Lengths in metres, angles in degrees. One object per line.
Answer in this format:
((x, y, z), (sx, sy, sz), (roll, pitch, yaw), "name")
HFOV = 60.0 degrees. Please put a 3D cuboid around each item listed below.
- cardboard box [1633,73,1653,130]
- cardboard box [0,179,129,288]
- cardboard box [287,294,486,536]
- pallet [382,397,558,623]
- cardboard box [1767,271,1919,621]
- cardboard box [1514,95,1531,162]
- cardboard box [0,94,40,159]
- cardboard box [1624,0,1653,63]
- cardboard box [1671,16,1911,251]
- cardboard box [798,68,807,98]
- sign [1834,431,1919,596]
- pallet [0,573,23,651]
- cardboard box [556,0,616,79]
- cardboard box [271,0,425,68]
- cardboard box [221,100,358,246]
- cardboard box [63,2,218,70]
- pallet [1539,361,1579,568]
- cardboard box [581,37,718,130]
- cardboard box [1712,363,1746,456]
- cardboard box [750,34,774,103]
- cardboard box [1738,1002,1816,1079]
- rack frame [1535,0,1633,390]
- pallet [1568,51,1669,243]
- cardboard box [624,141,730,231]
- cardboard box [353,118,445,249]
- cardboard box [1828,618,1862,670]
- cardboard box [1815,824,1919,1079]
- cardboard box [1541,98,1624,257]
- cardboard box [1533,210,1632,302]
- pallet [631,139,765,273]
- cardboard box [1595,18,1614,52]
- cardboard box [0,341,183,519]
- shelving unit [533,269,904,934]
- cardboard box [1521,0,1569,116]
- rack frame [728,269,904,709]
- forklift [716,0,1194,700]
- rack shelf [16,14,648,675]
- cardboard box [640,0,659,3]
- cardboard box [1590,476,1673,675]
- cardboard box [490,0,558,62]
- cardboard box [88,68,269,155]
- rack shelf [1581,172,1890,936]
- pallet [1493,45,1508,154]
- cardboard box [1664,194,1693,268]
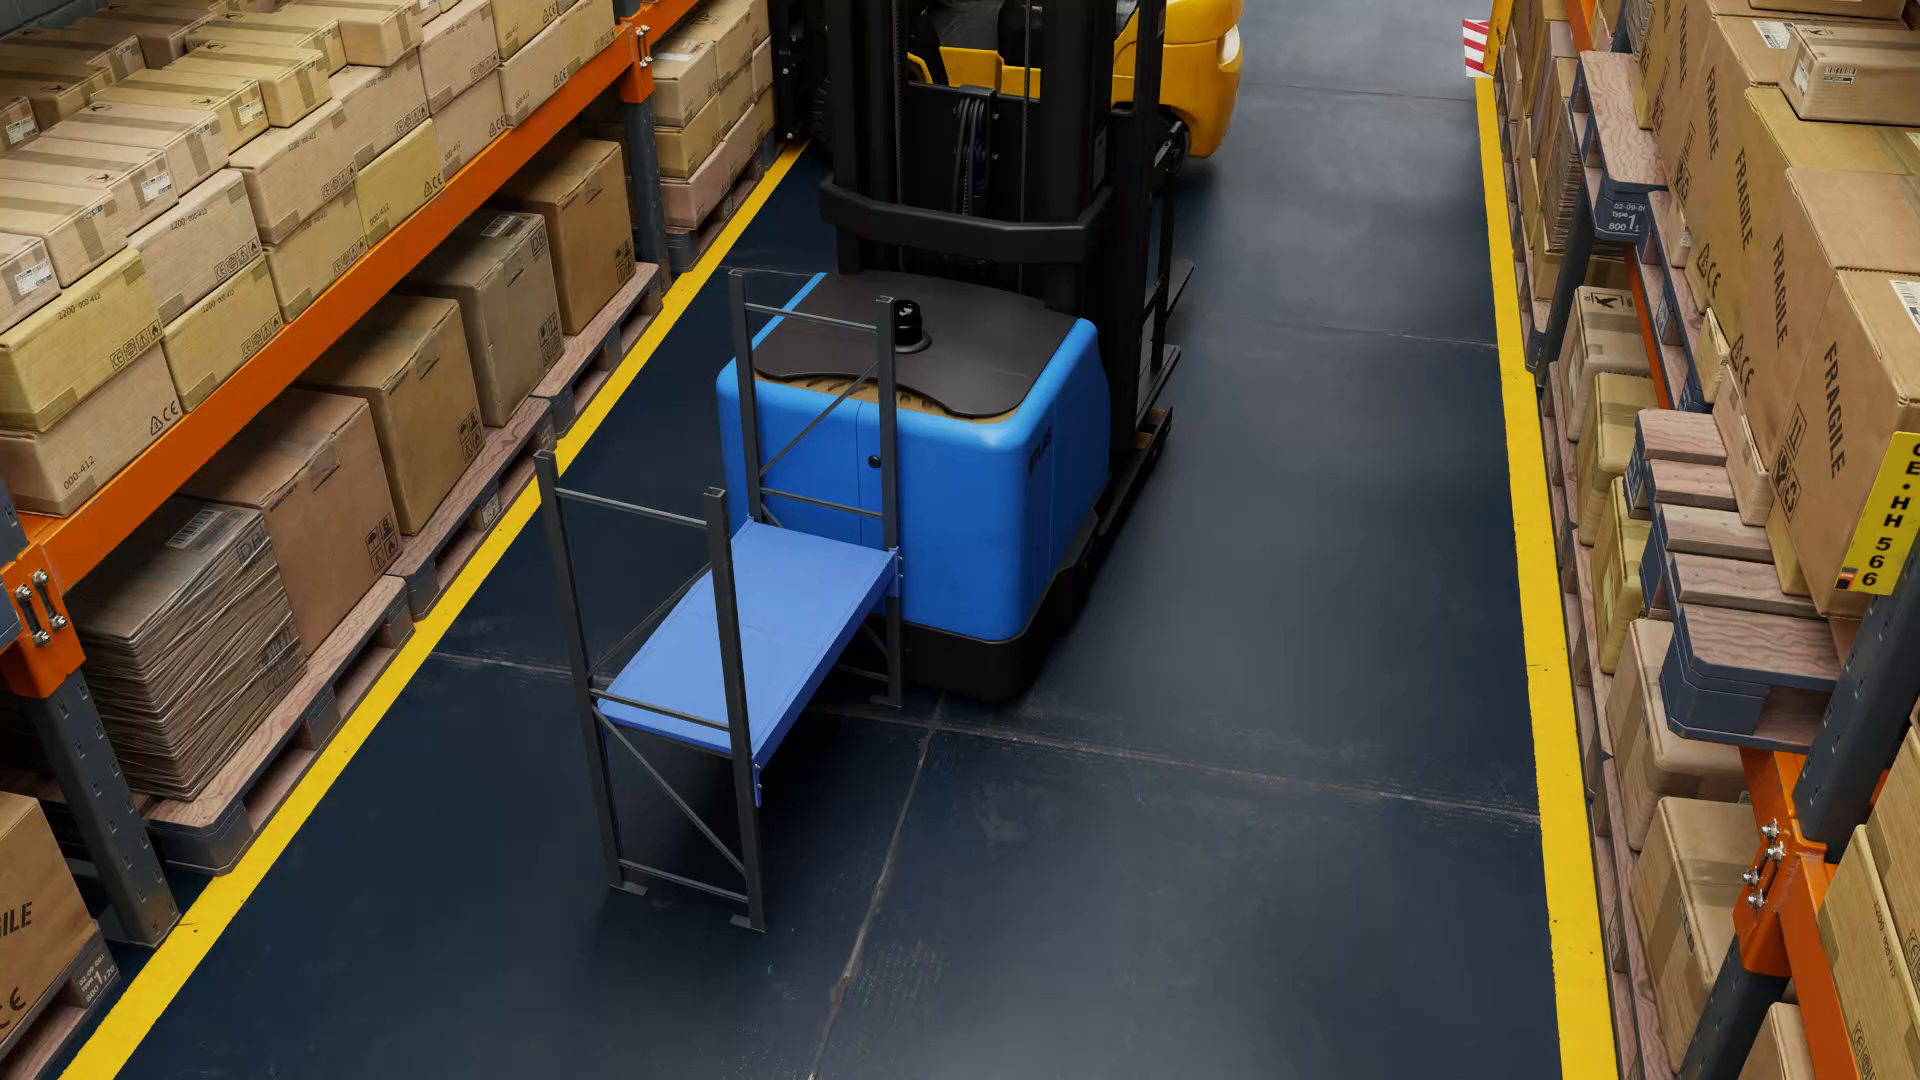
((2.489, -1.483, 5.597), (0.380, 0.149, 0.250), (8, 37, 11), "cardboard box")
((-2.315, -0.763, 4.109), (0.380, 0.149, 0.250), (8, 37, 11), "cardboard box")
((-2.304, -0.487, 6.032), (0.875, 0.625, 0.625), (6, 36, 8), "cardboard box")
((-2.250, -0.197, 6.341), (1.003, 0.211, 1.213), (7, 37, 10), "pallet")
((1.949, -0.168, 3.229), (0.500, 0.500, 0.500), (6, 36, 9), "cardboard box")
((3.169, -2.150, 8.646), (0.500, 0.250, 0.500), (10, 37, 13), "cardboard box")
((-2.809, -1.131, 4.616), (0.380, 0.149, 0.250), (7, 36, 9), "cardboard box")
((2.598, -1.933, 5.664), (0.500, 0.500, 0.500), (8, 37, 11), "cardboard box")
((2.273, -1.068, 4.471), (0.500, 0.500, 0.500), (6, 36, 8), "cardboard box")
((-1.129, -2.625, 9.301), (0.500, 0.250, 0.500), (8, 37, 11), "cardboard box")
((1.591, -0.041, 2.831), (0.100, 0.325, 0.005), (7, 37, 10), "sign")
((-2.803, 0.314, 3.424), (1.213, 0.211, 1.003), (7, 37, 10), "pallet")
((-1.724, -2.072, 6.681), (0.500, 0.250, 0.500), (8, 37, 11), "cardboard box")
((-1.953, -1.636, 5.313), (0.380, 0.149, 0.250), (6, 36, 9), "cardboard box")
((-2.155, -1.111, 4.929), (0.500, 0.250, 0.500), (6, 36, 9), "cardboard box")
((-2.545, -1.559, 5.207), (0.380, 0.149, 0.250), (8, 37, 11), "cardboard box")
((2.813, -0.259, 6.427), (1.003, 0.211, 1.213), (7, 37, 10), "pallet")
((-1.462, -2.154, 7.799), (0.500, 0.250, 0.500), (7, 36, 9), "cardboard box")
((2.022, -0.283, 3.941), (0.380, 0.149, 0.250), (6, 36, 8), "cardboard box")
((-1.243, -2.528, 8.741), (0.500, 0.250, 0.500), (7, 37, 10), "cardboard box")
((1.895, 1.535, 3.029), (0.875, 0.875, 0.875), (7, 37, 10), "cardboard box")
((2.978, -1.834, 6.225), (1.000, 3.000, 0.127), (7, 37, 10), "rack frame")
((2.673, -1.337, 5.702), (1.003, 0.211, 1.213), (7, 37, 10), "pallet")
((-1.445, -1.747, 8.089), (0.500, 0.250, 0.500), (8, 37, 10), "cardboard box")
((-2.065, -1.205, 5.485), (0.500, 0.250, 0.500), (8, 37, 11), "cardboard box")
((1.964, 0.173, 3.311), (0.380, 0.149, 0.250), (9, 37, 12), "cardboard box")
((1.773, 0.769, 2.761), (0.500, 0.250, 0.500), (7, 36, 9), "cardboard box")
((2.842, -1.568, 7.203), (0.500, 0.500, 0.500), (7, 36, 9), "cardboard box")
((2.842, -1.264, 7.423), (0.500, 0.250, 0.500), (9, 37, 12), "cardboard box")
((-1.661, -1.776, 8.521), (1.003, 0.211, 1.213), (7, 37, 10), "pallet")
((2.749, -1.955, 6.606), (0.380, 0.149, 0.250), (7, 37, 9), "cardboard box")
((-2.393, -0.324, 4.269), (0.500, 0.250, 0.500), (7, 37, 10), "cardboard box")
((-0.602, 0.170, 4.738), (0.538, 1.500, 1.048), (12, 38, 17), "shelving unit")
((3.163, -2.460, 8.434), (0.500, 0.500, 0.500), (8, 37, 11), "cardboard box")
((-0.423, -0.109, 5.123), (0.500, 1.500, 0.032), (12, 38, 17), "rack frame")
((0.221, -1.529, 5.862), (1.130, 2.935, 3.031), (13, 38, 17), "forklift")
((-2.299, -1.017, 5.710), (1.077, 0.370, 4.000), (7, 37, 10), "rack shelf")
((-1.522, -2.717, 7.357), (0.500, 0.500, 0.500), (6, 36, 9), "cardboard box")
((2.571, 0.172, 5.338), (0.950, 0.372, 0.625), (8, 37, 12), "cardboard box")
((-1.830, -1.987, 6.137), (0.500, 0.250, 0.500), (6, 36, 9), "cardboard box")
((-2.217, -1.213, 4.730), (0.380, 0.149, 0.250), (8, 37, 10), "cardboard box")
((2.551, -0.396, 4.854), (1.077, 0.370, 4.000), (7, 37, 10), "rack shelf")
((3.608, -2.494, 9.511), (1.003, 0.211, 1.213), (7, 37, 10), "pallet")
((2.246, -0.882, 4.767), (0.380, 0.149, 0.250), (9, 37, 12), "cardboard box")
